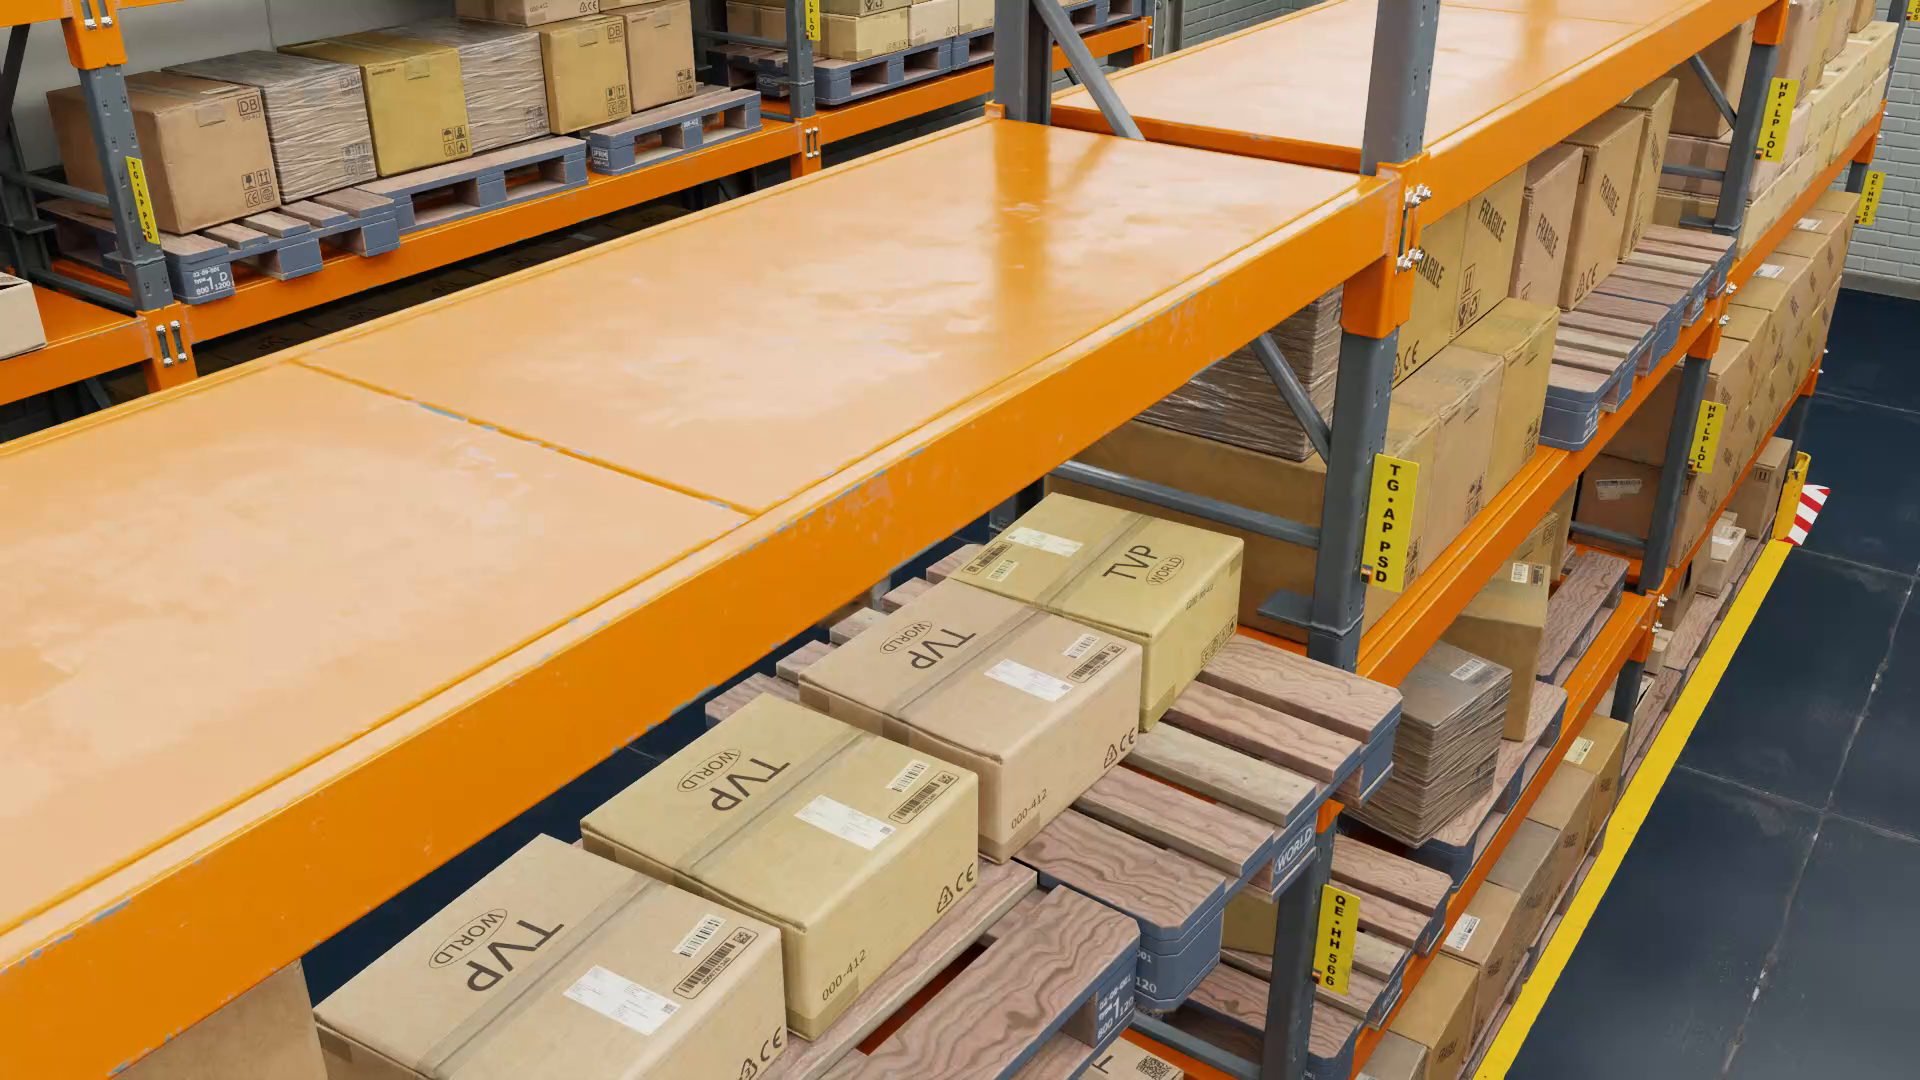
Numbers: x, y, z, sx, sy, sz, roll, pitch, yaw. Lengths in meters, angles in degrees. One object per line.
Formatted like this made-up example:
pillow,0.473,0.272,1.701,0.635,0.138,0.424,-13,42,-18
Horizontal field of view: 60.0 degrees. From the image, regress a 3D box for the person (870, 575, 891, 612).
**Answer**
person,-0.536,-0.044,9.202,0.474,1.676,0.362,16,31,29
